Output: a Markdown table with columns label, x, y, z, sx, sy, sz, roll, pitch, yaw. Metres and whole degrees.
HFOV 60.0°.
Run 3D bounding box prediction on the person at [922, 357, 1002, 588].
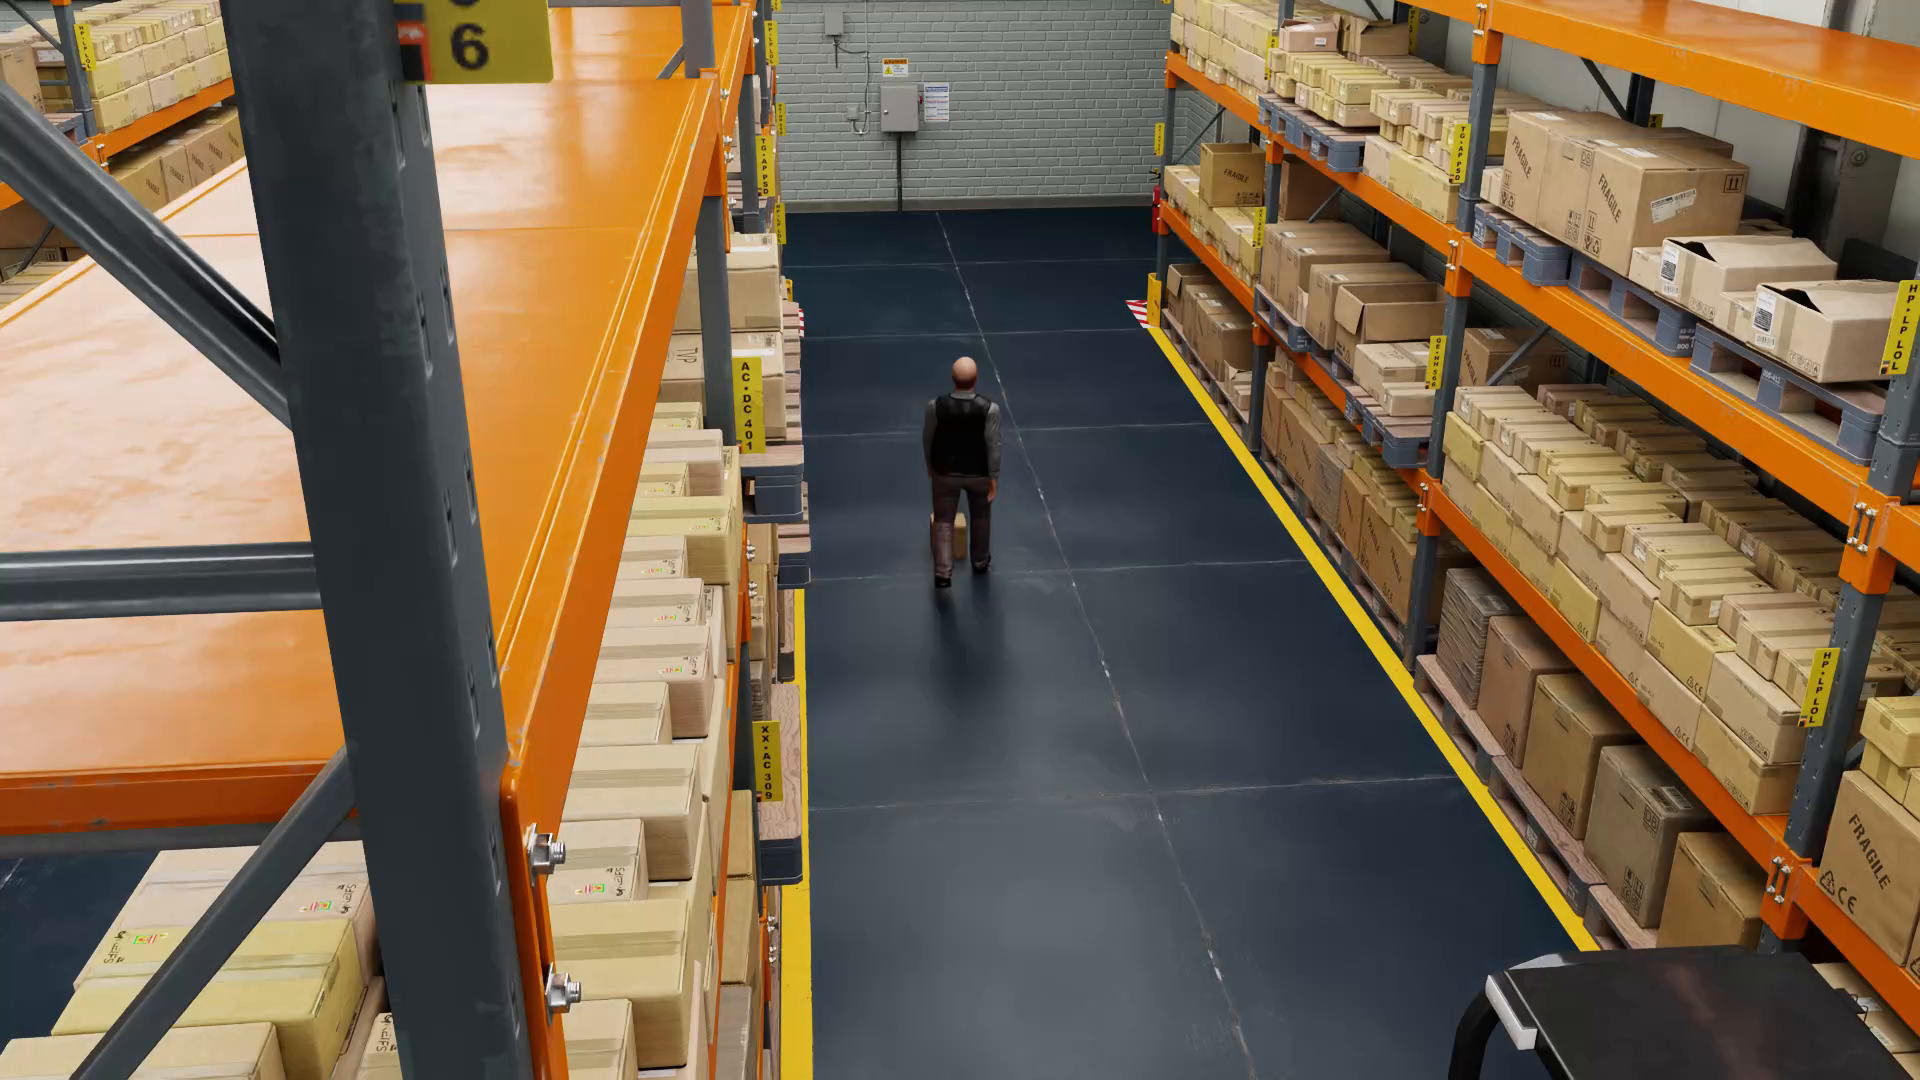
| label | x | y | z | sx | sy | sz | roll | pitch | yaw |
| --- | --- | --- | --- | --- | --- | --- | --- | --- | --- |
| person | 0.014 | -0.479 | 11.468 | 0.541 | 1.693 | 0.851 | 0 | 24 | 1 |
